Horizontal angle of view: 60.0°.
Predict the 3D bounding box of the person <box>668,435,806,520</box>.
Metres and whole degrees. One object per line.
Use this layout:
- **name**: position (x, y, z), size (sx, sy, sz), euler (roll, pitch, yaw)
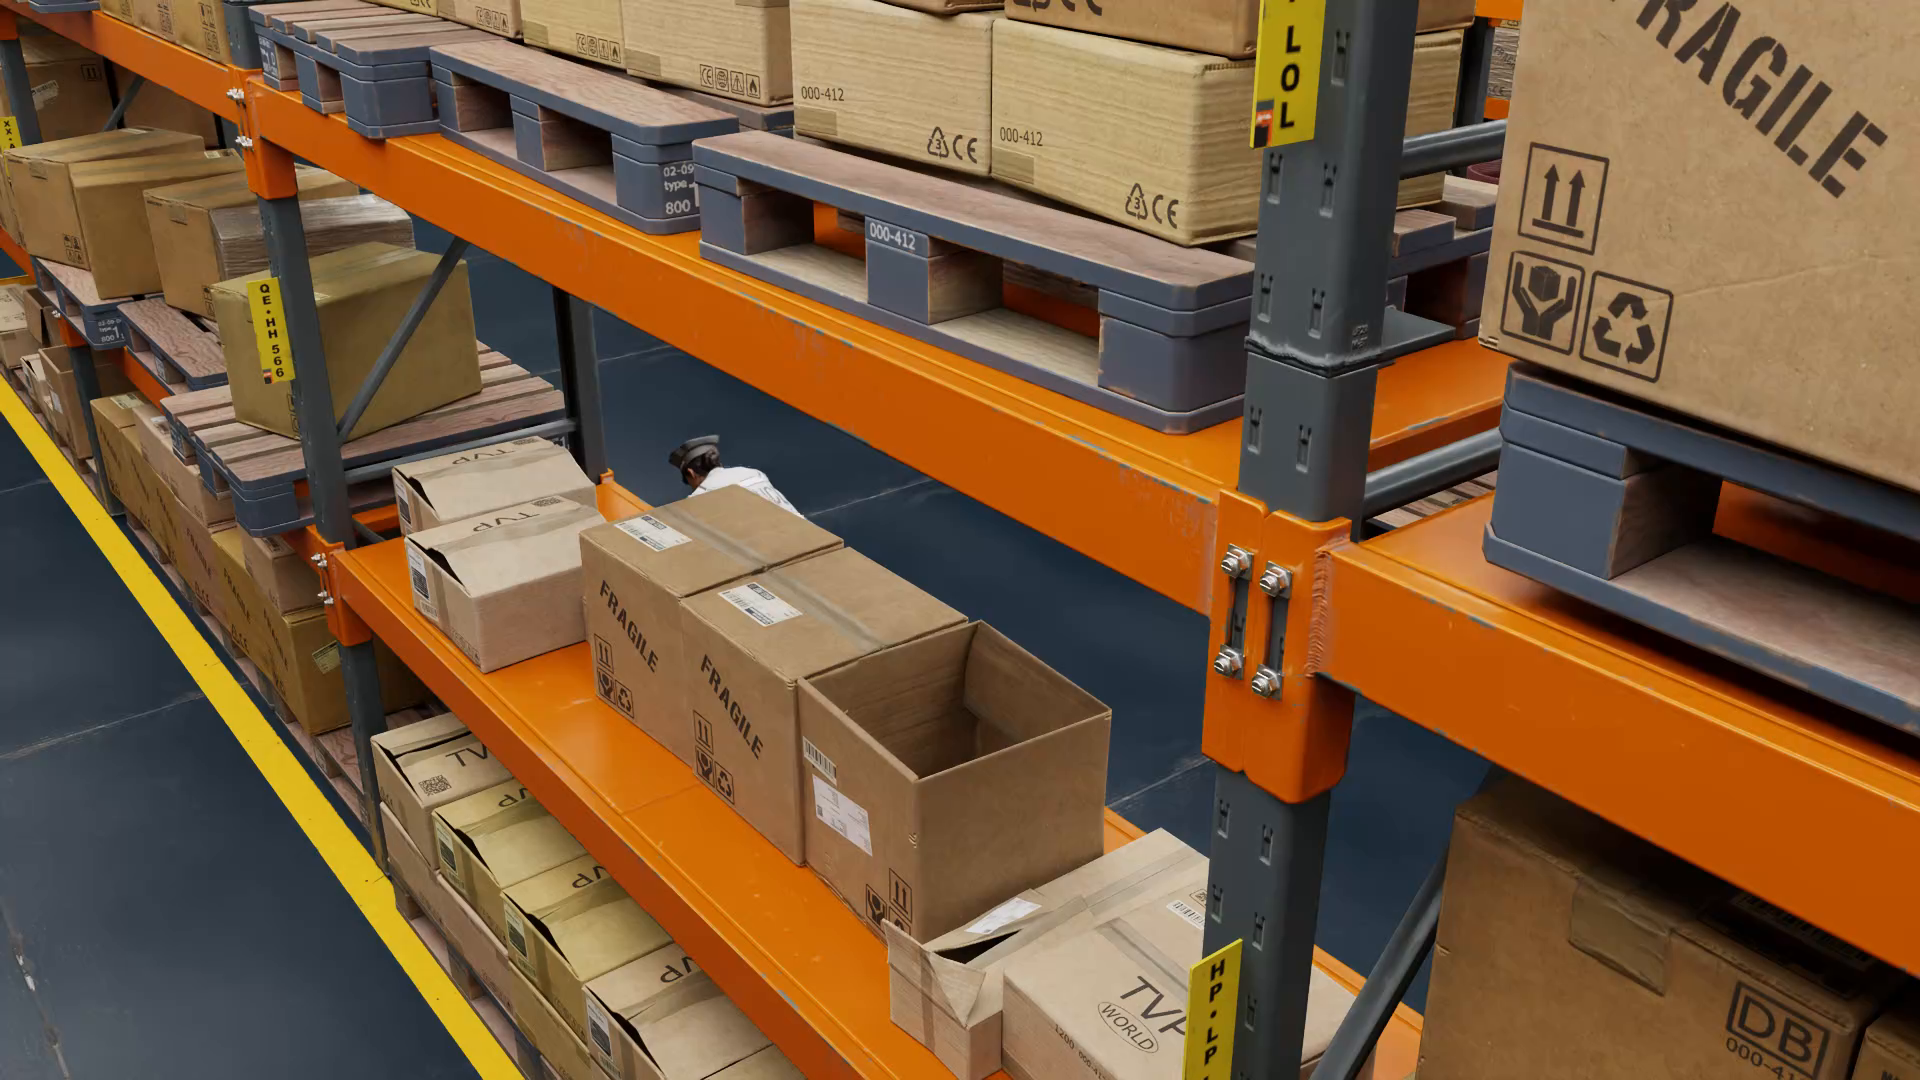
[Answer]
- **person**: position (-0.983, -0.005, 7.576), size (0.483, 0.868, 0.856), euler (-18, 30, -34)
